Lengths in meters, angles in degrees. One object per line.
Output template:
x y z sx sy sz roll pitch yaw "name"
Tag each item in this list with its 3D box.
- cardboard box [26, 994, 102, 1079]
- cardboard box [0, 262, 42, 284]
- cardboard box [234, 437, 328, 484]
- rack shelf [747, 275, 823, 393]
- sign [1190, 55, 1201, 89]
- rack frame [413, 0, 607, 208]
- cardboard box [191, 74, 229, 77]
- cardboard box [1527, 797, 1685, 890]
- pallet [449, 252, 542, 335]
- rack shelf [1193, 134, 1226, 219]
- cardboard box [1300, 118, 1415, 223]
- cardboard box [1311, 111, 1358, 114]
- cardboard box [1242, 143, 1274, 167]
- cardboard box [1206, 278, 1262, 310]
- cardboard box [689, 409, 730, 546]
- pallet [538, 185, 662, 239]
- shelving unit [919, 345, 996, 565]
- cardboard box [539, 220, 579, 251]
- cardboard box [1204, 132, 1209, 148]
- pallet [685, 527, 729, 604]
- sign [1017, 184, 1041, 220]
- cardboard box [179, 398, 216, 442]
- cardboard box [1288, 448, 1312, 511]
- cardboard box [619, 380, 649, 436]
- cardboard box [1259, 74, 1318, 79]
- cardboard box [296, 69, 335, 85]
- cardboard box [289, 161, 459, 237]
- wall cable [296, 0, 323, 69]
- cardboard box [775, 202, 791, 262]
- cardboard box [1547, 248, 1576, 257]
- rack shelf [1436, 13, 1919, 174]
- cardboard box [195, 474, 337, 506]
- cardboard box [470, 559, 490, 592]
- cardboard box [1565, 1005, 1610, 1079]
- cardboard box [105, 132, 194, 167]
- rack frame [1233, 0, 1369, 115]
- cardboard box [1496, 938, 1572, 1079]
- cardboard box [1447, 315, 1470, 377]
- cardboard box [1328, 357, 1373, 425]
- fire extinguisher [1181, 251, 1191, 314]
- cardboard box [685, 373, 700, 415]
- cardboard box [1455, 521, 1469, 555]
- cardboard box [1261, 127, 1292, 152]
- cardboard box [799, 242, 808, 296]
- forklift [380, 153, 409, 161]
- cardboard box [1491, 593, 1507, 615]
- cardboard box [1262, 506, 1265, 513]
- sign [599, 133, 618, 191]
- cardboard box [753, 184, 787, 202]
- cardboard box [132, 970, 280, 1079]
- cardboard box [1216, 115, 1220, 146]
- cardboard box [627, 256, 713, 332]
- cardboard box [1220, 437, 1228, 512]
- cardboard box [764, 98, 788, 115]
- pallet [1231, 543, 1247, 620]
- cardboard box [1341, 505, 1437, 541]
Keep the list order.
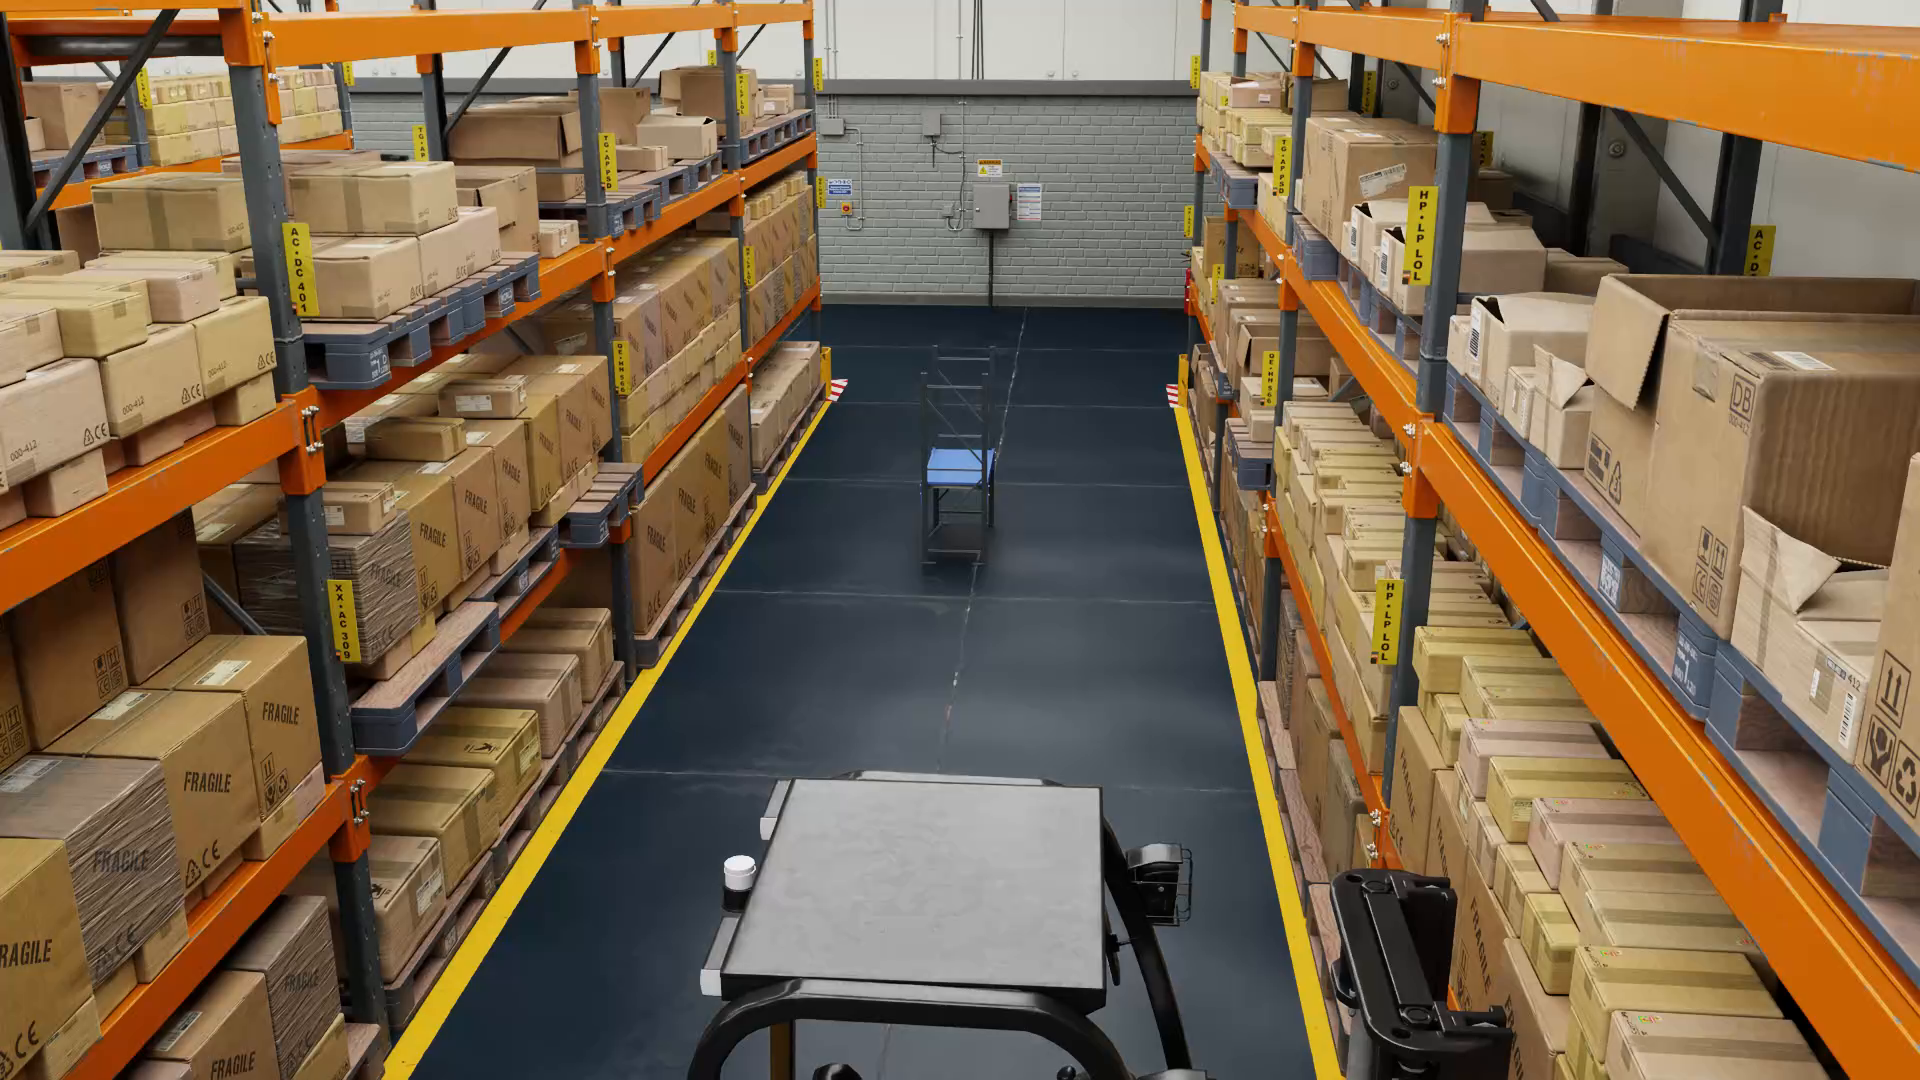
-2.692 1.408 4.711 0.380 0.149 0.250 1 18 4 "cardboard box"
-3.210 -0.806 5.371 0.380 0.149 0.250 2 18 6 "cardboard box"
-3.028 -0.352 7.326 0.380 0.149 0.250 1 18 2 "cardboard box"
-2.156 -2.057 16.038 1.077 0.370 4.000 1 18 4 "rack shelf"
2.398 -4.763 16.921 0.100 0.325 0.005 1 18 4 "sign"
-2.586 -3.386 9.305 1.000 3.000 0.127 1 18 4 "rack frame"
-7.267 -4.465 16.213 0.380 0.149 0.250 2 18 5 "cardboard box"
1.747 0.814 4.442 0.380 0.149 0.250 1 18 4 "cardboard box"
-2.651 -1.141 7.571 1.213 0.211 1.003 1 18 4 "pallet"
2.795 -3.373 15.236 1.077 0.370 4.000 1 18 4 "rack shelf"
2.070 -1.926 8.671 0.500 0.500 0.500 1 18 4 "cardboard box"
2.742 -3.108 12.365 0.380 0.149 0.250 1 18 3 "cardboard box"
2.149 -2.659 11.472 0.380 0.149 0.250 2 18 5 "cardboard box"
2.515 -2.212 15.120 0.500 0.250 0.500 1 18 4 "cardboard box"
-2.321 -0.492 12.846 0.875 0.875 0.875 2 18 6 "cardboard box"
-2.593 -2.072 10.415 1.213 0.211 1.003 2 18 6 "pallet"
-0.006 -0.686 13.109 0.538 1.500 1.048 1 18 4 "shelving unit"
-2.399 -1.739 9.498 0.380 0.149 0.250 1 18 4 "cardboard box"
2.524 -3.804 15.803 0.380 0.149 0.250 1 18 4 "cardboard box"
-2.364 0.169 12.568 1.003 0.211 1.213 1 18 4 "pallet"
0.961 -4.687 23.064 0.329 0.494 0.001 1 18 4 "sign"
-2.697 -0.418 5.466 0.380 0.149 0.250 2 18 5 "cardboard box"
2.053 -0.304 8.971 0.500 0.250 0.500 2 18 6 "cardboard box"
-2.303 -0.853 10.648 0.500 0.250 0.500 1 18 4 "cardboard box"
3.147 -4.337 15.986 0.500 0.250 0.500 1 18 2 "cardboard box"
-6.688 -4.770 17.144 0.380 0.149 0.250 1 18 3 "cardboard box"
-2.405 -1.412 6.860 0.500 0.250 0.500 1 18 3 "cardboard box"
-8.054 -9.300 22.186 2.277 5.999 0.120 1 18 4 "wall cable"
-1.894 -2.915 15.735 0.500 0.500 0.500 1 18 4 "cardboard box"
2.234 -1.076 6.641 0.380 0.149 0.250 1 18 4 "cardboard box"
1.935 -0.881 3.457 1.077 0.370 4.000 1 18 4 "rack shelf"
-3.034 0.016 7.244 0.500 0.500 0.500 1 18 4 "cardboard box"
-2.467 0.140 7.909 0.380 0.149 0.250 1 18 4 "cardboard box"
1.605 1.191 3.770 0.380 0.149 0.250 1 18 4 "cardboard box"
-6.947 -3.349 14.249 0.500 0.250 0.500 2 18 7 "cardboard box"
2.652 -4.519 12.761 1.000 3.000 0.127 1 18 4 "rack frame"
1.673 1.376 4.244 0.500 0.500 0.500 1 18 4 "cardboard box"
1.744 -0.604 5.199 0.380 0.149 0.250 2 18 5 "cardboard box"
2.558 -0.829 10.301 0.500 0.500 0.500 2 18 7 "cardboard box"
2.488 -2.752 17.728 0.296 0.674 0.183 1 18 4 "fire extinguisher"
-2.205 -1.086 12.162 0.500 0.250 0.500 1 18 4 "cardboard box"
2.462 -0.038 7.520 0.380 0.149 0.250 1 18 3 "cardboard box"
2.188 -2.627 10.928 0.380 0.149 0.250 1 18 4 "cardboard box"
-1.834 -2.756 16.856 0.500 0.500 0.500 1 18 3 "cardboard box"
-4.954 -1.616 13.647 1.130 2.935 3.031 2 18 7 "forklift"
2.417 0.343 6.998 0.500 0.250 0.500 1 18 3 "cardboard box"
2.264 -0.152 11.367 0.380 0.149 0.250 2 18 6 "cardboard box"
-2.045 -2.193 9.652 0.100 0.325 0.005 1 18 4 "sign"
-1.875 -3.337 15.982 0.380 0.149 0.250 2 18 5 "cardboard box"
-2.682 1.806 5.632 0.500 0.500 0.500 2 18 5 "cardboard box"
2.464 -3.480 14.173 0.500 0.250 0.500 1 18 2 "cardboard box"
-2.166 -1.838 12.448 0.500 0.500 0.500 2 18 6 "cardboard box"
2.393 -0.534 13.576 0.500 0.500 0.500 2 18 6 "cardboard box"
-1.905 -4.299 16.477 0.380 0.149 0.250 0 18 0 "cardboard box"
2.547 0.291 12.197 1.003 0.211 1.213 1 18 4 "pallet"
1.944 -0.048 7.548 0.380 0.149 0.250 1 18 4 "cardboard box"
